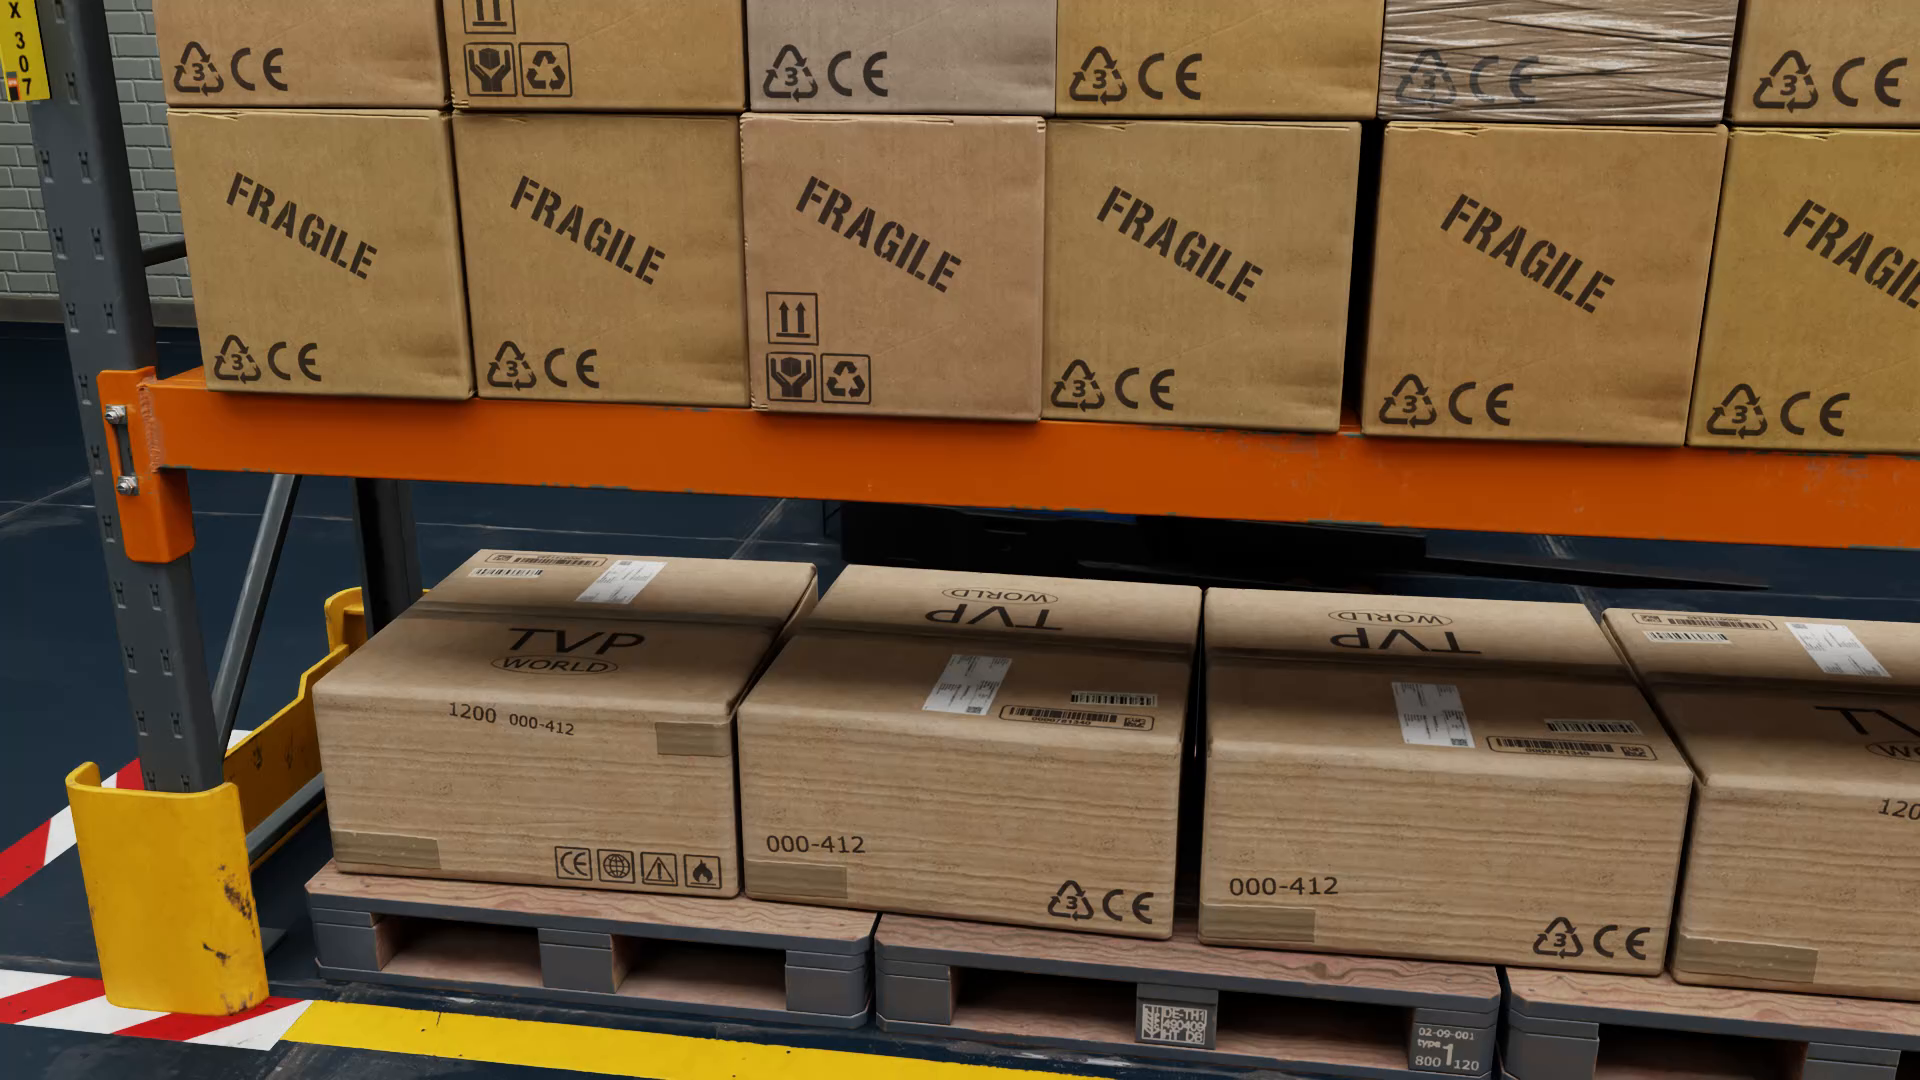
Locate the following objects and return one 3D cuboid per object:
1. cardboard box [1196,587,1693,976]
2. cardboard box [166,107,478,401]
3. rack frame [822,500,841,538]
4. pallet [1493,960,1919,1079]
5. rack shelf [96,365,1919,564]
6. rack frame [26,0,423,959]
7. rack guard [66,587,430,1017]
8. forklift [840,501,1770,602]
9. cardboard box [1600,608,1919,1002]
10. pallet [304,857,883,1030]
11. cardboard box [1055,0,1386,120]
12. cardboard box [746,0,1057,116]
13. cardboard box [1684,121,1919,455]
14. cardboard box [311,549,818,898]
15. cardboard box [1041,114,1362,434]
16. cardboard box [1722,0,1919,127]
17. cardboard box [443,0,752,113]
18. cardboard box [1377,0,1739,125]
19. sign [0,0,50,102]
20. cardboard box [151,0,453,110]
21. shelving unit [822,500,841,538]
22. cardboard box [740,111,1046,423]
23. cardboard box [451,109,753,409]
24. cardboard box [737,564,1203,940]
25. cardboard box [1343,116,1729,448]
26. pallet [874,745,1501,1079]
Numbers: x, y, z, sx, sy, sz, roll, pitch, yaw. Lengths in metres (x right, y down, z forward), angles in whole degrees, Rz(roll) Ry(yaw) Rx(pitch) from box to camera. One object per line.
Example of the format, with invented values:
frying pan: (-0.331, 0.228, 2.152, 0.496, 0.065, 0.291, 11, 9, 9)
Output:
cardboard box: (0.956, 0.471, 3.545, 0.875, 0.438, 0.875, 2, 19, 7)
cardboard box: (-1.078, -0.570, 3.121, 0.500, 0.500, 0.500, 3, 19, 8)
rack frame: (-0.487, -0.473, 6.298, 0.006, 0.900, 0.240, 5, 19, 15)
pallet: (1.704, 0.825, 3.506, 1.213, 0.211, 1.003, 3, 19, 9)
rack shelf: (0.468, -0.195, 3.291, 4.000, 0.370, 1.077, 3, 19, 9)
rack frame: (-1.507, -0.636, 3.478, 0.127, 3.000, 1.000, 3, 19, 9)
rack guard: (-1.530, 0.548, 3.878, 0.348, 0.500, 1.175, 3, 19, 9)
forklift: (1.155, -1.267, 5.472, 3.031, 2.935, 1.130, 5, 19, 15)
cardboard box: (1.840, 0.516, 3.411, 0.875, 0.438, 0.875, 3, 19, 8)
pallet: (-0.705, 0.702, 3.873, 1.213, 0.211, 1.003, 3, 19, 9)
cardboard box: (0.436, -0.972, 2.749, 0.500, 0.500, 0.500, 3, 19, 9)
cardboard box: (-0.057, -0.997, 2.823, 0.500, 0.500, 0.500, 3, 19, 8)
cardboard box: (1.435, -0.450, 2.763, 0.500, 0.500, 0.500, 2, 19, 7)
cardboard box: (-0.839, 0.381, 3.812, 0.875, 0.438, 0.875, 2, 19, 7)
cardboard box: (0.422, -0.502, 2.918, 0.500, 0.500, 0.500, 4, 19, 10)
cardboard box: (1.433, -0.922, 2.598, 0.500, 0.500, 0.500, 3, 19, 8)
cardboard box: (-0.567, -1.021, 2.893, 0.500, 0.500, 0.500, 2, 19, 7)
cardboard box: (0.929, -0.945, 2.666, 0.500, 0.500, 0.500, 3, 19, 9)
sign: (-1.600, -0.911, 2.809, 0.005, 0.325, 0.100, 3, 19, 9)
cardboard box: (-1.078, -1.045, 2.964, 0.500, 0.500, 0.500, 3, 19, 7)
shelving unit: (-0.390, -0.464, 6.271, 0.210, 0.900, 0.258, 5, 19, 15)
cardboard box: (-0.075, -0.522, 2.977, 0.500, 0.500, 0.500, 3, 19, 8)
cardboard box: (-0.574, -0.553, 3.071, 0.500, 0.500, 0.500, 3, 19, 8)
cardboard box: (0.066, 0.425, 3.682, 0.875, 0.438, 0.875, 3, 19, 10)
cardboard box: (0.937, -0.471, 2.825, 0.500, 0.500, 0.500, 3, 19, 8)
pallet: (0.496, 0.764, 3.687, 1.213, 0.211, 1.003, 3, 19, 9)
